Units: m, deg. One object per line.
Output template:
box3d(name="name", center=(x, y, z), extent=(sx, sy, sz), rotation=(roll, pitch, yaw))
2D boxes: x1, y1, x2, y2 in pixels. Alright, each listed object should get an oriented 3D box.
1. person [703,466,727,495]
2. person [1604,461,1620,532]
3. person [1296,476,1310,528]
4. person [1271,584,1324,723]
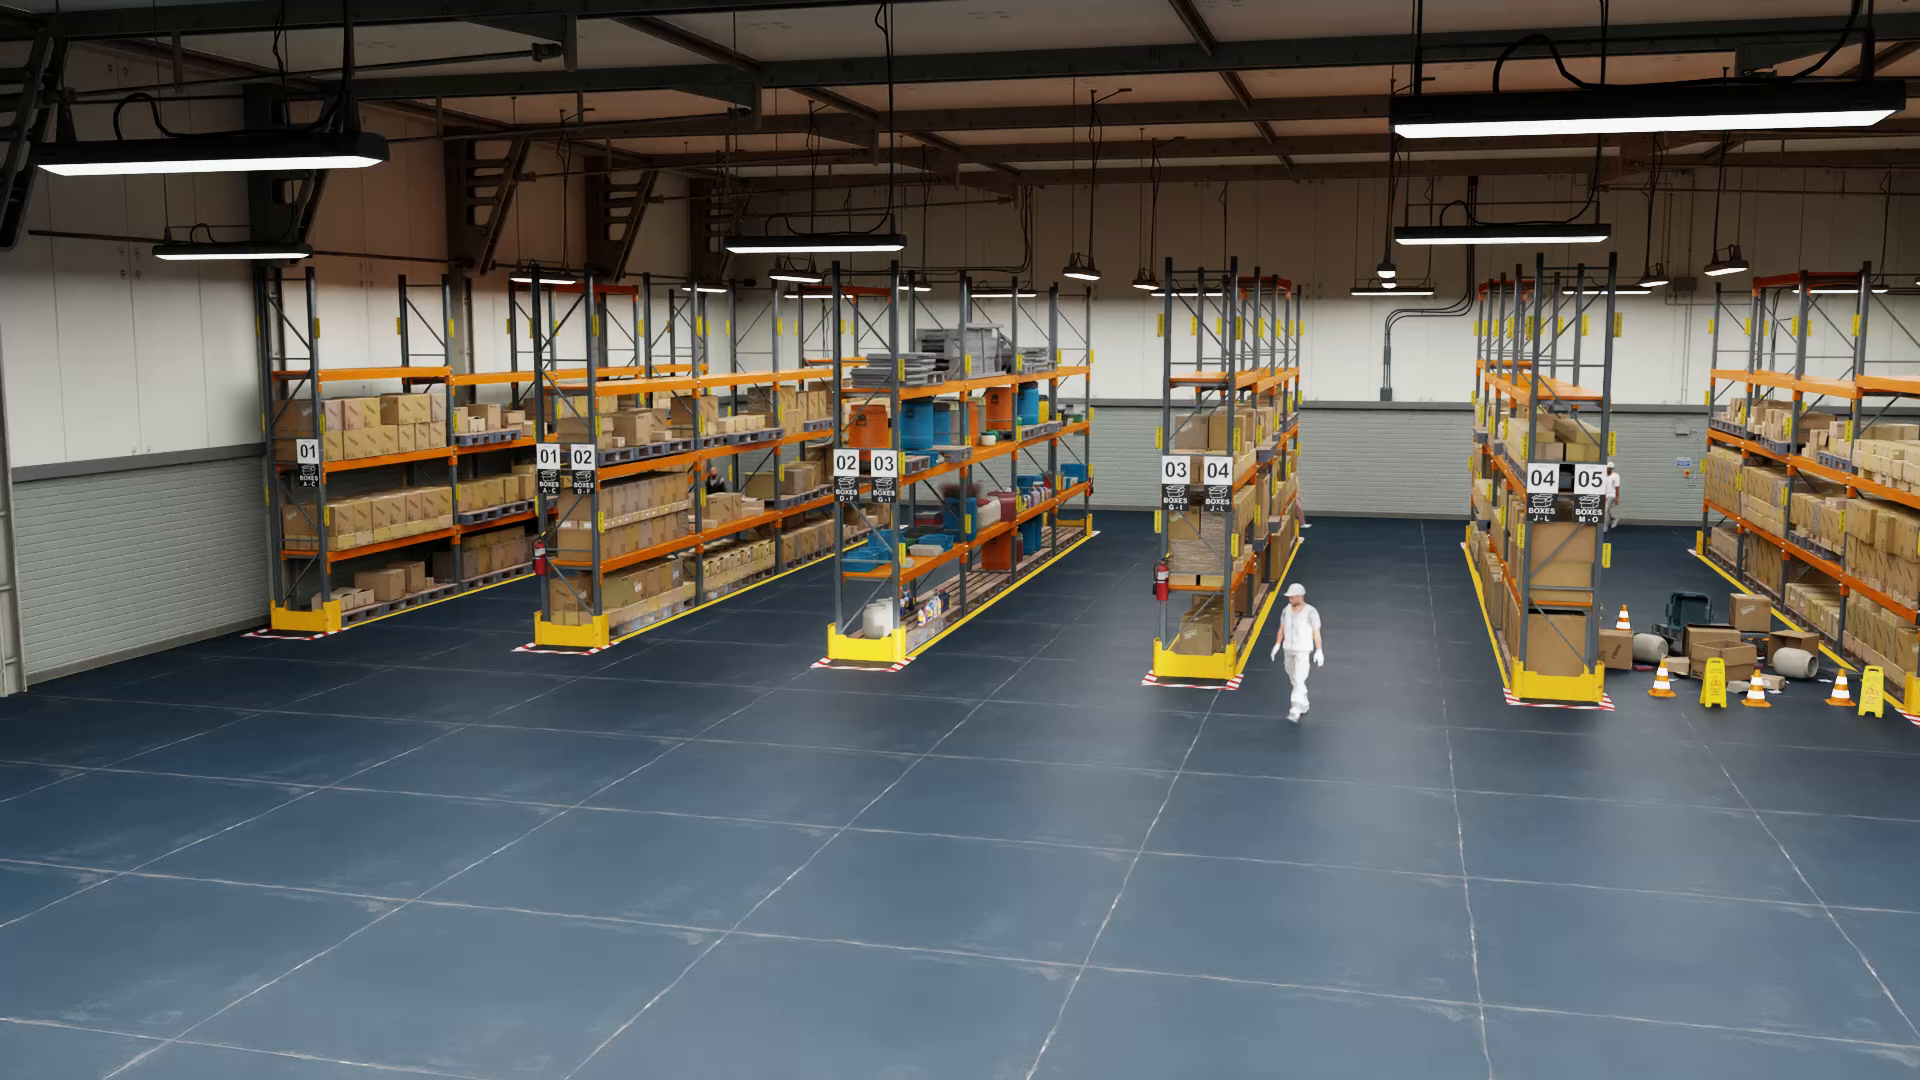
box3d(name="person", center=(-5.980, -0.909, 40.302), extent=(0.546, 1.572, 1.069), rotation=(2, 8, 18))
box3d(name="person", center=(16.004, -1.071, 40.981), extent=(0.790, 1.746, 0.578), rotation=(-3, 8, -24))
box3d(name="person", center=(8.444, -1.105, 42.032), extent=(0.443, 1.558, 1.044), rotation=(-6, 10, -42))
box3d(name="person", center=(4.296, 1.433, 21.366), extent=(0.916, 1.751, 0.611), rotation=(-7, 10, -44))
